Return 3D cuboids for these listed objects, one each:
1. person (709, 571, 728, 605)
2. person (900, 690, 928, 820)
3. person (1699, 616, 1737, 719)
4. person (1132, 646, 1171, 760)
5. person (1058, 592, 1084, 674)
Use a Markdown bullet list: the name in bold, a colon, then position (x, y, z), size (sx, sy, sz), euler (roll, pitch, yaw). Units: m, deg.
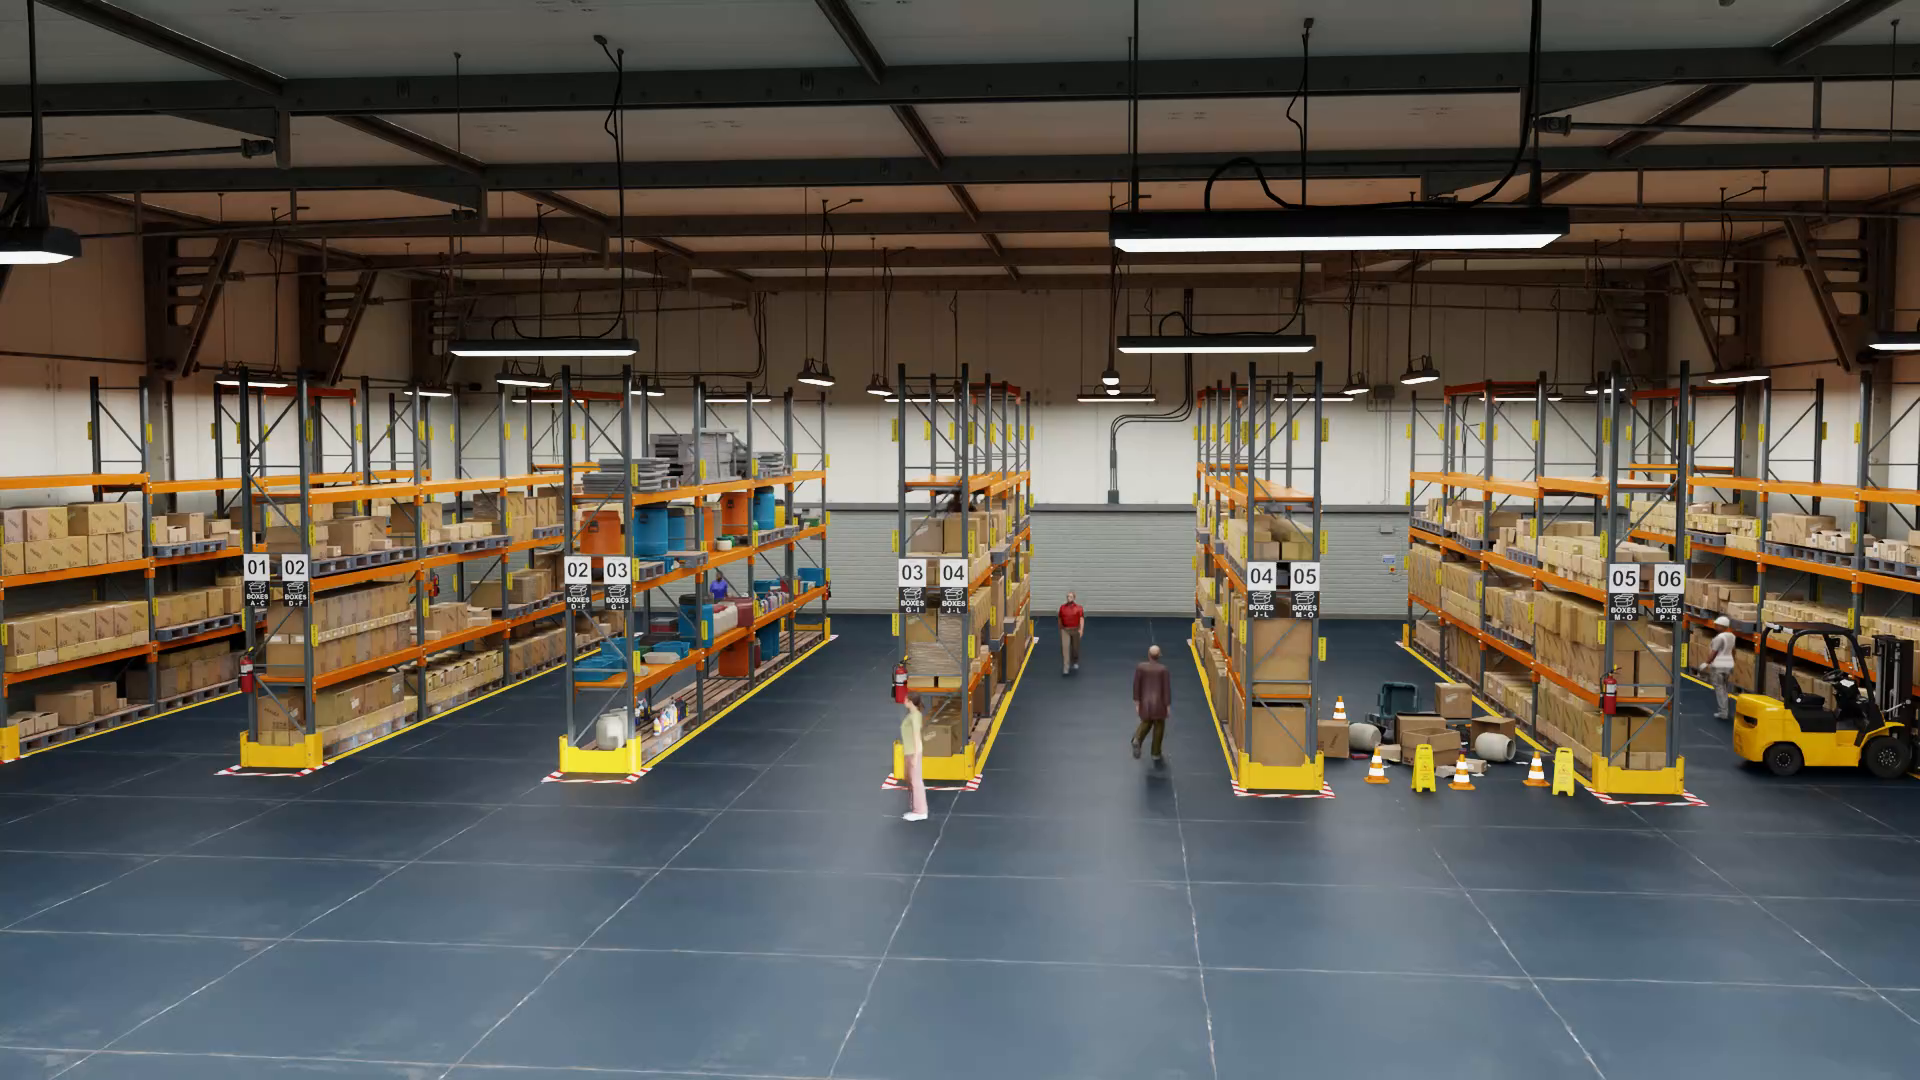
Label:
- **person**: position (-5.944, 1.624, 40.986), size (0.429, 1.498, 0.928), euler (1, 4, 12)
- **person**: position (-0.606, 2.790, 21.535), size (0.346, 1.707, 0.556), euler (-1, 4, -9)
- **person**: position (13.290, 2.243, 29.087), size (0.639, 1.824, 0.596), euler (0, 4, -7)
- **person**: position (2.911, 2.483, 25.321), size (0.592, 1.761, 0.779), euler (3, 5, 38)
- **person**: position (2.318, 1.933, 34.712), size (0.545, 1.673, 1.034), euler (0, 4, 4)
